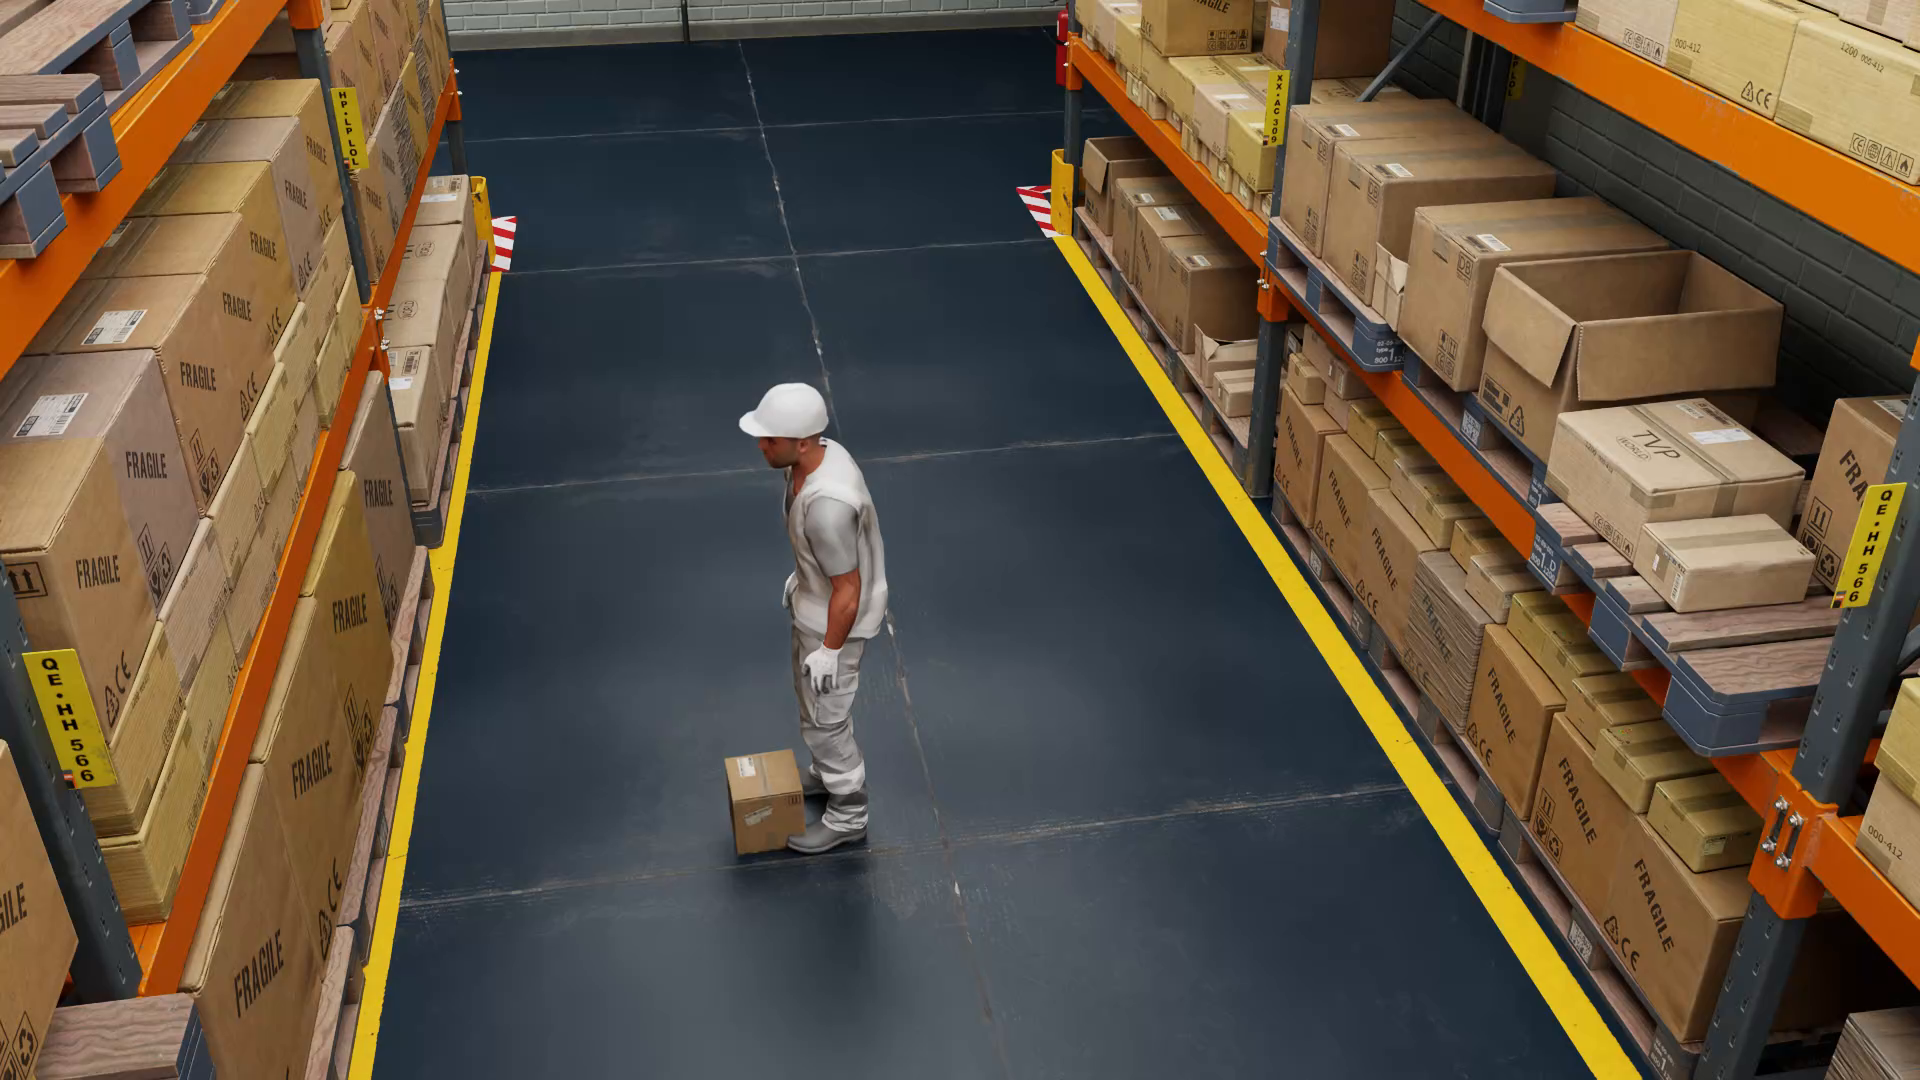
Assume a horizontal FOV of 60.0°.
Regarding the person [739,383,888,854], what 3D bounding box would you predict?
[{"bbox_3d":[-0.480,0.264,5.666,0.447,1.778,0.592,-6,31,-11],"label":"person"}]
